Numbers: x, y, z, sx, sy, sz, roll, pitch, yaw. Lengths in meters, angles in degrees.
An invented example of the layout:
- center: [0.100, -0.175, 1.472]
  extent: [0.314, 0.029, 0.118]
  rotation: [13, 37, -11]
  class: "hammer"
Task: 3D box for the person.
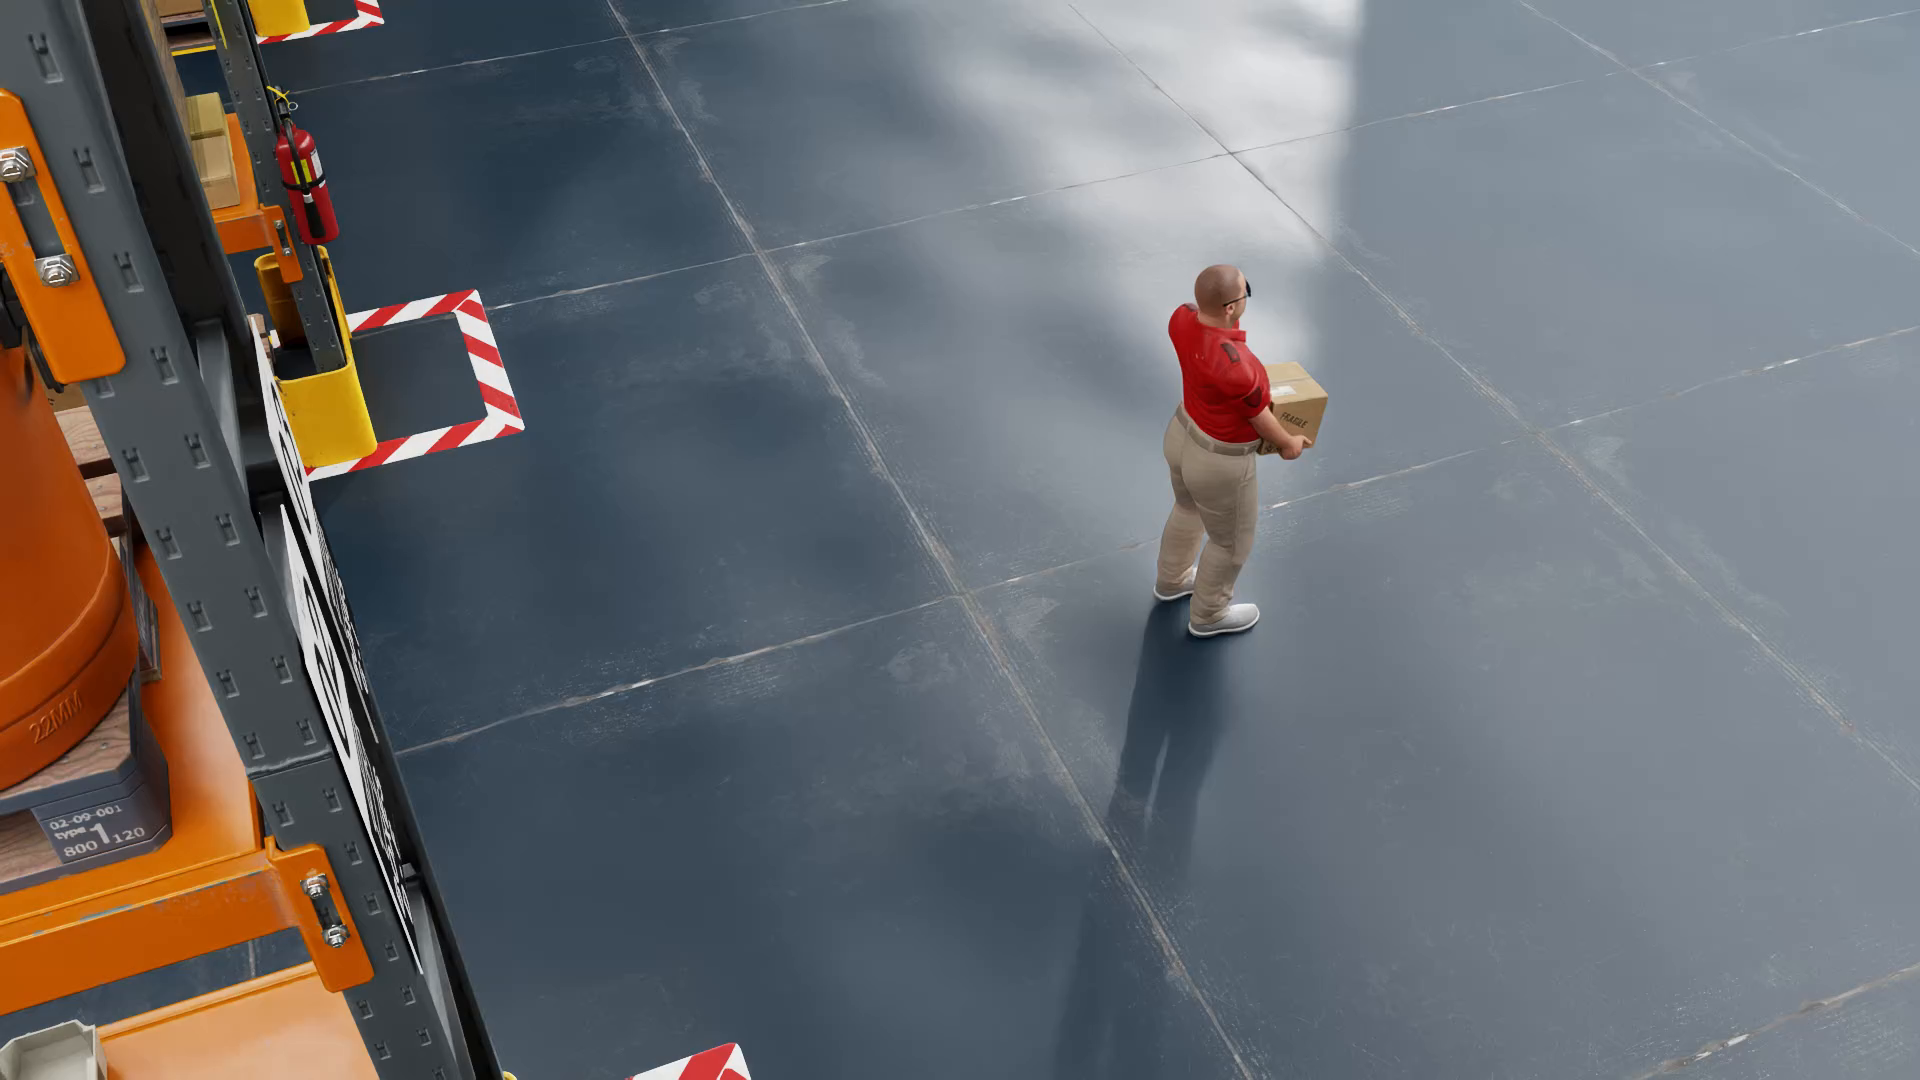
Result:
- center: [1.081, -0.369, 6.598]
  extent: [0.531, 1.719, 0.494]
  rotation: [-15, 44, -16]
  class: "person"
